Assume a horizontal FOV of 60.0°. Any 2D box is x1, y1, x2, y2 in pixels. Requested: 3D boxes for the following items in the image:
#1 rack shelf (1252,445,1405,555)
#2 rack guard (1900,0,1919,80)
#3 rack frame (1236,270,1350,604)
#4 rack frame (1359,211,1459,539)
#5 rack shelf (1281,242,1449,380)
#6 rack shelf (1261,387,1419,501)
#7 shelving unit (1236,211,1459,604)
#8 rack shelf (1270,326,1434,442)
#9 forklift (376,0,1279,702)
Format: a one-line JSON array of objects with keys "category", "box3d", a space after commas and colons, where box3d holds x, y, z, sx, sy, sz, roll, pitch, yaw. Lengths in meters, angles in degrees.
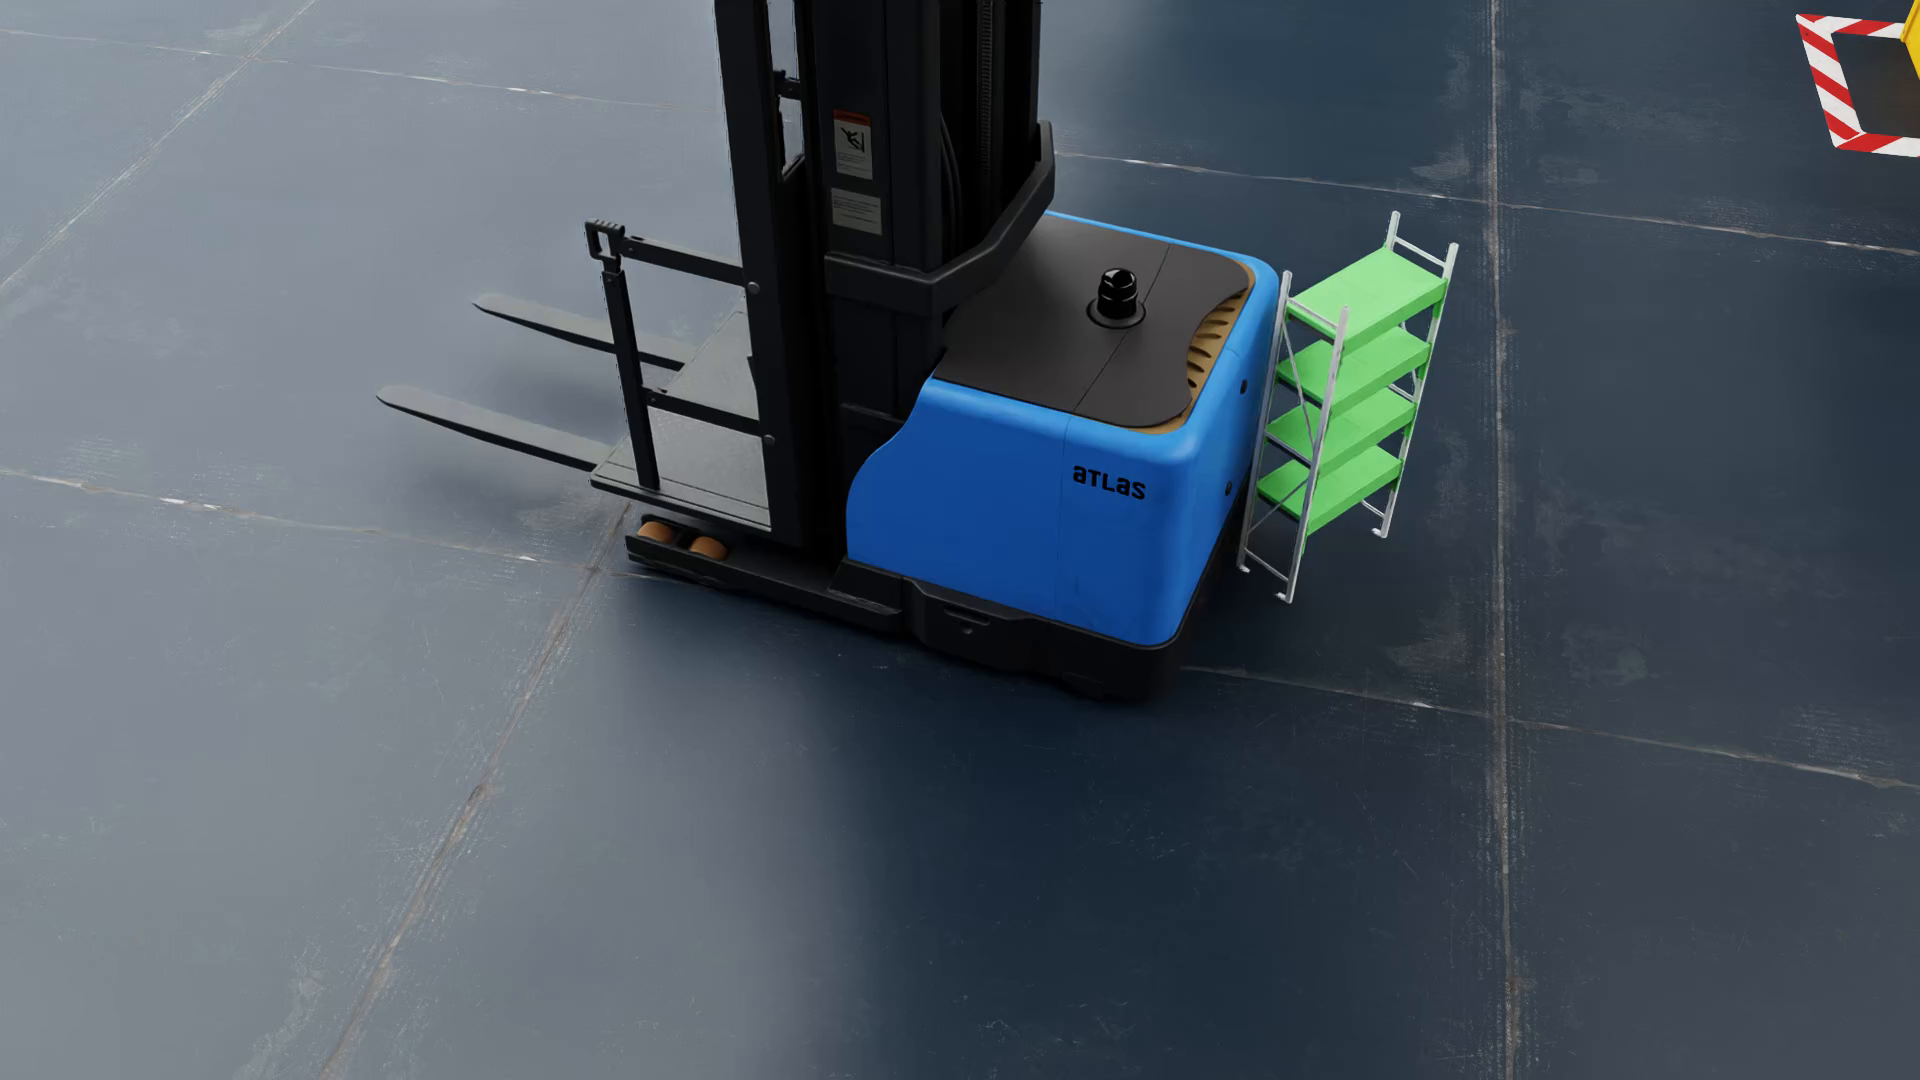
[{"category": "rack shelf", "box3d": [1.209, -0.175, 5.505, 0.480, 0.148, 0.258, -30, 51, -28]}, {"category": "rack guard", "box3d": [4.797, -2.341, 7.822, 0.348, 0.500, 1.175, 9, 45, 9]}, {"category": "rack frame", "box3d": [1.022, -0.285, 5.181, 0.015, 1.200, 0.240, -30, 51, -28]}, {"category": "rack frame", "box3d": [1.396, -0.503, 5.407, 0.015, 1.200, 0.240, -30, 51, -28]}, {"category": "rack shelf", "box3d": [1.209, -0.694, 5.006, 0.480, 0.148, 0.258, -30, 51, -28]}, {"category": "rack shelf", "box3d": [1.209, -0.348, 5.338, 0.480, 0.148, 0.258, -30, 51, -28]}, {"category": "shelving unit", "box3d": [1.209, -0.394, 5.294, 0.503, 1.200, 0.258, -30, 51, -28]}, {"category": "rack shelf", "box3d": [1.209, -0.521, 5.172, 0.480, 0.148, 0.258, -30, 51, -28]}, {"category": "forklift", "box3d": [-0.575, -1.223, 4.907, 3.031, 2.935, 1.130, 16, 46, 16]}]
